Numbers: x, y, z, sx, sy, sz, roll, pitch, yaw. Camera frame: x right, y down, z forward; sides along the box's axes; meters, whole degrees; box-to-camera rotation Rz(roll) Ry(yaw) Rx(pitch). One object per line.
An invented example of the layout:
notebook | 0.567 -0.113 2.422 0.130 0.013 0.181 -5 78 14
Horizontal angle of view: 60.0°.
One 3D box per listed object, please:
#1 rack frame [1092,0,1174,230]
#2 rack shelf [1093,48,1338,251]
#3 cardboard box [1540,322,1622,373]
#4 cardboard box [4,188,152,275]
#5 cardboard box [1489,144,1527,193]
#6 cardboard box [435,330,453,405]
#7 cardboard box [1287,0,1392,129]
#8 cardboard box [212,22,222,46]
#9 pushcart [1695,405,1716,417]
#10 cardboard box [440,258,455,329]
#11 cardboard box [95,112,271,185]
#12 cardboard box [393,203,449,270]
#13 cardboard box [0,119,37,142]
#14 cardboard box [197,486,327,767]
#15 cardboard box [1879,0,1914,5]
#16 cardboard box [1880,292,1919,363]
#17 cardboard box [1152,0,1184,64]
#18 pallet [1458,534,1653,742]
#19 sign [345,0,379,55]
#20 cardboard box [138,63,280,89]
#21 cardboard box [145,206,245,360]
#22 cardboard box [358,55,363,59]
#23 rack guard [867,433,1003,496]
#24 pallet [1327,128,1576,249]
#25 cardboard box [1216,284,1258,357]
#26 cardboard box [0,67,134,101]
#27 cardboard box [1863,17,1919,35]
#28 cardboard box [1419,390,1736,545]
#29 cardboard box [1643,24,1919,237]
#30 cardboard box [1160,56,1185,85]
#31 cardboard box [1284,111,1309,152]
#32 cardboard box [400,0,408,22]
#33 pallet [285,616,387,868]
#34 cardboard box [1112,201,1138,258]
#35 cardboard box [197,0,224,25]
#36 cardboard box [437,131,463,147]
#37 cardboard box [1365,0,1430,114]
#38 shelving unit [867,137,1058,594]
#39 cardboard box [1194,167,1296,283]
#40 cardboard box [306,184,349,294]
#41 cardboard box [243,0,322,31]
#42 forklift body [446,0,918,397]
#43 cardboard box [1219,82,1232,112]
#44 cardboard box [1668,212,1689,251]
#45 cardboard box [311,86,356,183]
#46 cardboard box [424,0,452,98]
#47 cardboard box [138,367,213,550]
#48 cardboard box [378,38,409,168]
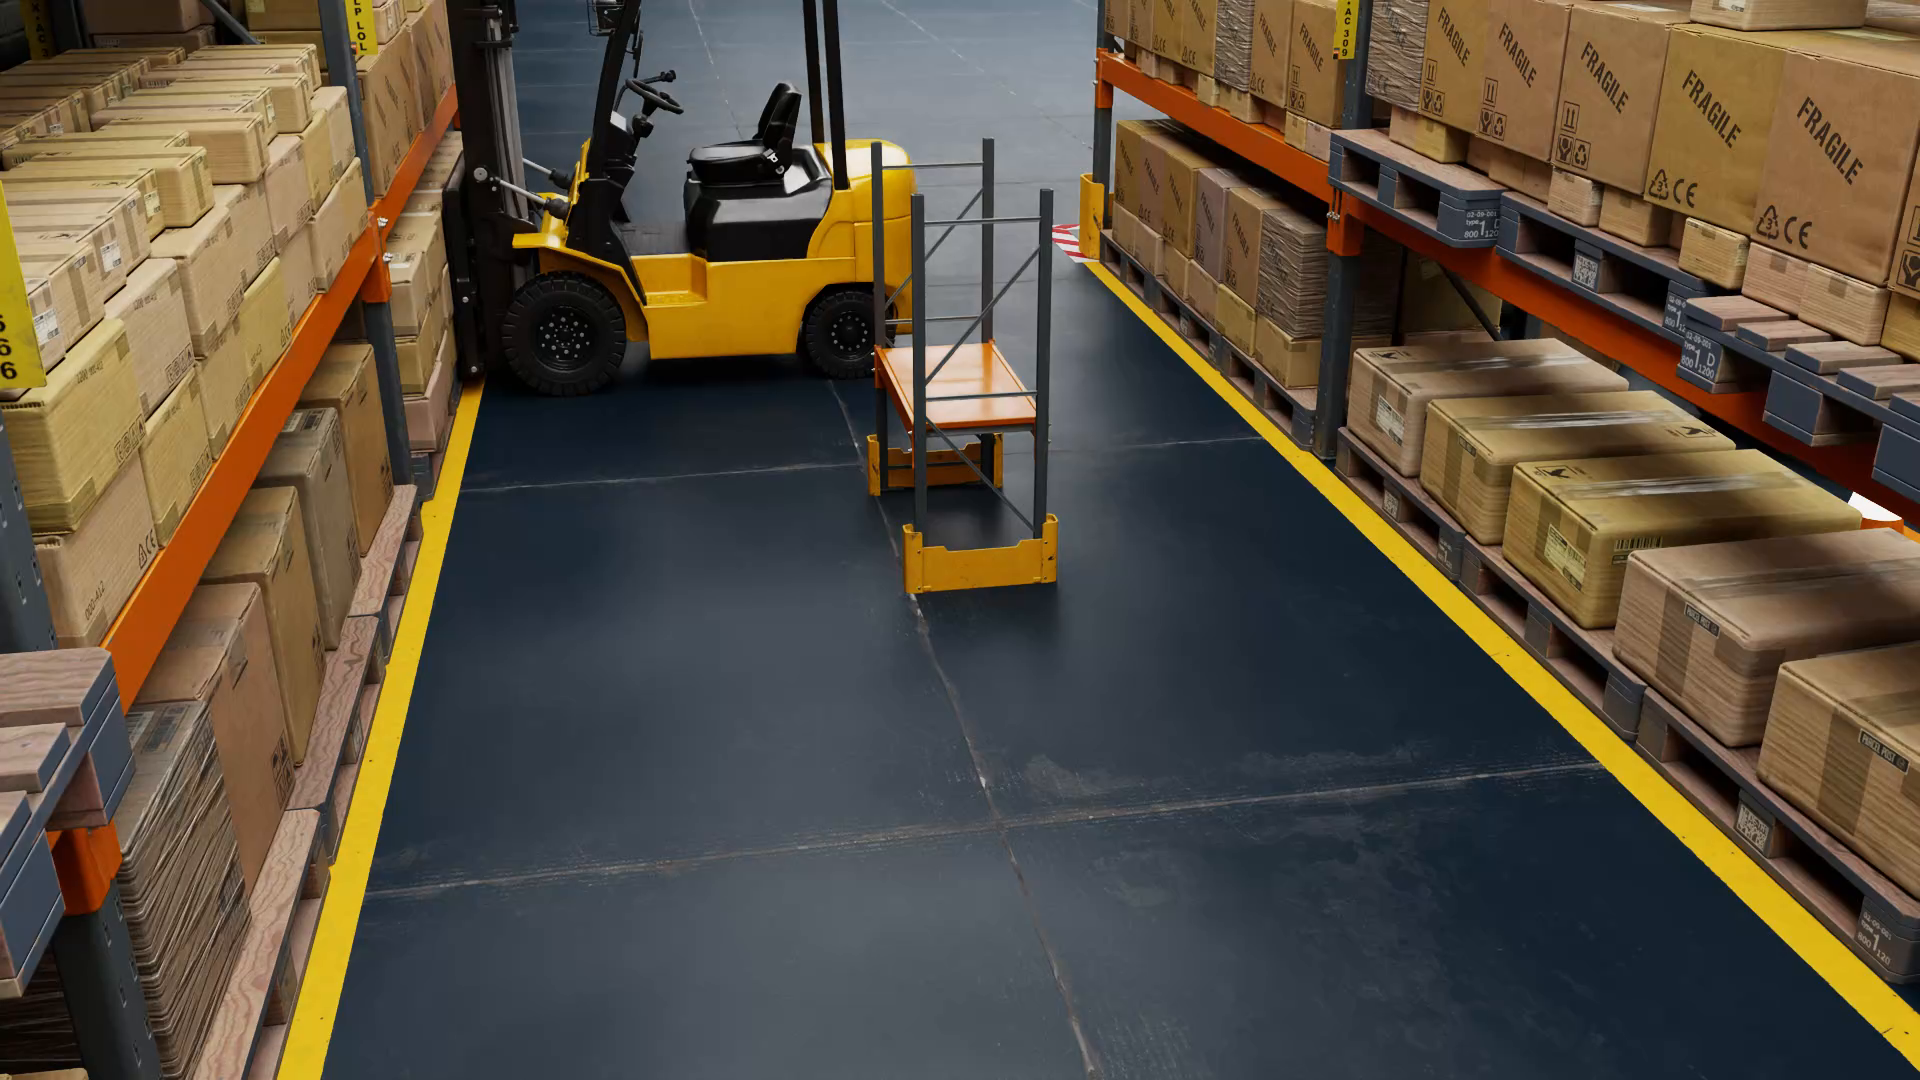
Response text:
rack frame | 1.384 -3.364 10.704 1.000 3.000 0.127 -4 24 -10
rack shelf | 1.754 -2.248 9.047 1.077 0.370 4.000 -4 24 -10
cardboard box | 3.263 -1.168 8.797 0.500 0.500 0.500 13 27 27
cardboard box | -1.968 -0.645 3.543 0.380 0.149 0.250 -4 24 -9
cardboard box | 2.087 -1.318 5.810 0.380 0.149 0.250 -4 24 -9
cardboard box | -2.627 -0.768 7.670 0.500 0.250 0.500 -5 24 -11
cardboard box | 1.797 -2.129 7.381 0.500 0.500 0.500 -5 24 -11
cardboard box | -3.146 -1.968 6.573 0.380 0.149 0.250 -5 24 -11
pushcart | 4.355 -0.777 8.058 1.648 0.377 0.936 -13 27 -28
cardboard box | -2.716 -1.193 8.020 0.500 0.250 0.500 -5 24 -10
cardboard box | -2.082 -1.048 4.466 0.380 0.149 0.250 -5 24 -11
cardboard box | -2.723 -1.423 7.921 0.500 0.250 0.500 -3 24 -8
cardboard box | -2.663 -1.008 4.374 0.380 0.149 0.250 -4 24 -9
cardboard box | -2.369 0.280 4.804 0.875 0.625 0.625 -5 24 -12
cardboard box | 6.466 -3.481 10.786 0.875 0.550 0.550 -4 24 -10
cardboard box | 2.451 -0.506 3.950 0.380 0.149 0.250 -4 24 -9
cardboard box | 1.393 -2.935 9.227 0.500 0.500 0.500 -5 24 -11
pallet | 2.498 0.274 5.858 1.003 0.211 1.213 -4 24 -10
sign | -2.222 -1.960 6.142 0.100 0.325 0.005 -4 24 -10
cardboard box | -2.413 -1.447 5.379 0.380 0.149 0.250 -4 24 -10
cardboard box | -2.026 -0.606 3.952 0.500 0.250 0.500 -5 24 -11
cardboard box | -2.604 -2.011 6.672 0.380 0.149 0.250 -4 24 -9
rack guard | -0.106 -0.340 7.217 0.587 0.250 0.087 -4 24 -10
pallet | 2.122 -1.391 6.427 1.003 0.211 1.213 -4 24 -10
cardboard box | 1.642 -1.144 8.533 0.500 0.250 0.500 -5 24 -11
cardboard box | -2.856 -1.403 5.279 0.380 0.149 0.250 -4 24 -10
cardboard box | 2.800 -1.199 4.726 0.500 0.500 0.500 -4 24 -9
cardboard box | 2.359 -0.290 6.425 0.950 0.372 0.625 -3 24 -6
cardboard box | 2.305 -1.151 4.616 0.500 0.500 0.500 -6 24 -13
cardboard box | 1.356 -2.689 9.472 0.380 0.149 0.250 -4 24 -8
cardboard box | 1.712 -1.877 7.614 0.380 0.149 0.250 -4 24 -9
cardboard box | -2.821 -2.519 7.835 0.380 0.149 0.250 -5 24 -11
pallet | -2.350 0.624 5.058 1.003 0.211 1.213 -4 24 -10
cardboard box | 1.261 -1.959 10.397 0.500 0.250 0.500 -5 24 -10
cardboard box | -3.115 -2.106 6.518 0.380 0.149 0.250 -5 24 -11
cardboard box | -3.102 -2.228 9.764 0.500 0.250 0.500 -4 24 -8
cardboard box | 1.929 -1.960 6.468 0.500 0.500 0.500 -4 24 -8
shelving unit | -0.014 -0.717 6.518 0.587 1.500 1.083 -4 24 -10
cardboard box | 1.559 -1.680 8.823 0.500 0.500 0.500 -3 24 -7
cardboard box | -2.305 -0.977 5.426 0.500 0.250 0.500 -4 24 -10
cardboard box | -2.521 -2.048 6.386 0.380 0.149 0.250 -4 24 -9
forklift body | -1.350 -1.995 8.631 2.313 2.155 1.214 -4 24 -10
cardboard box | 1.556 -2.282 8.540 0.380 0.149 0.250 -5 24 -11
cardboard box | 2.334 -0.917 4.891 0.380 0.149 0.250 -4 24 -9
cardboard box | -2.412 -1.408 5.789 0.500 0.250 0.500 -5 24 -11
cardboard box | -3.058 -2.662 8.972 0.500 0.500 0.500 -4 24 -8
cardboard box | -1.944 -0.170 3.580 0.500 0.250 0.500 -5 24 -11
cardboard box | -2.692 -1.865 7.148 0.500 0.500 0.500 -4 24 -9
